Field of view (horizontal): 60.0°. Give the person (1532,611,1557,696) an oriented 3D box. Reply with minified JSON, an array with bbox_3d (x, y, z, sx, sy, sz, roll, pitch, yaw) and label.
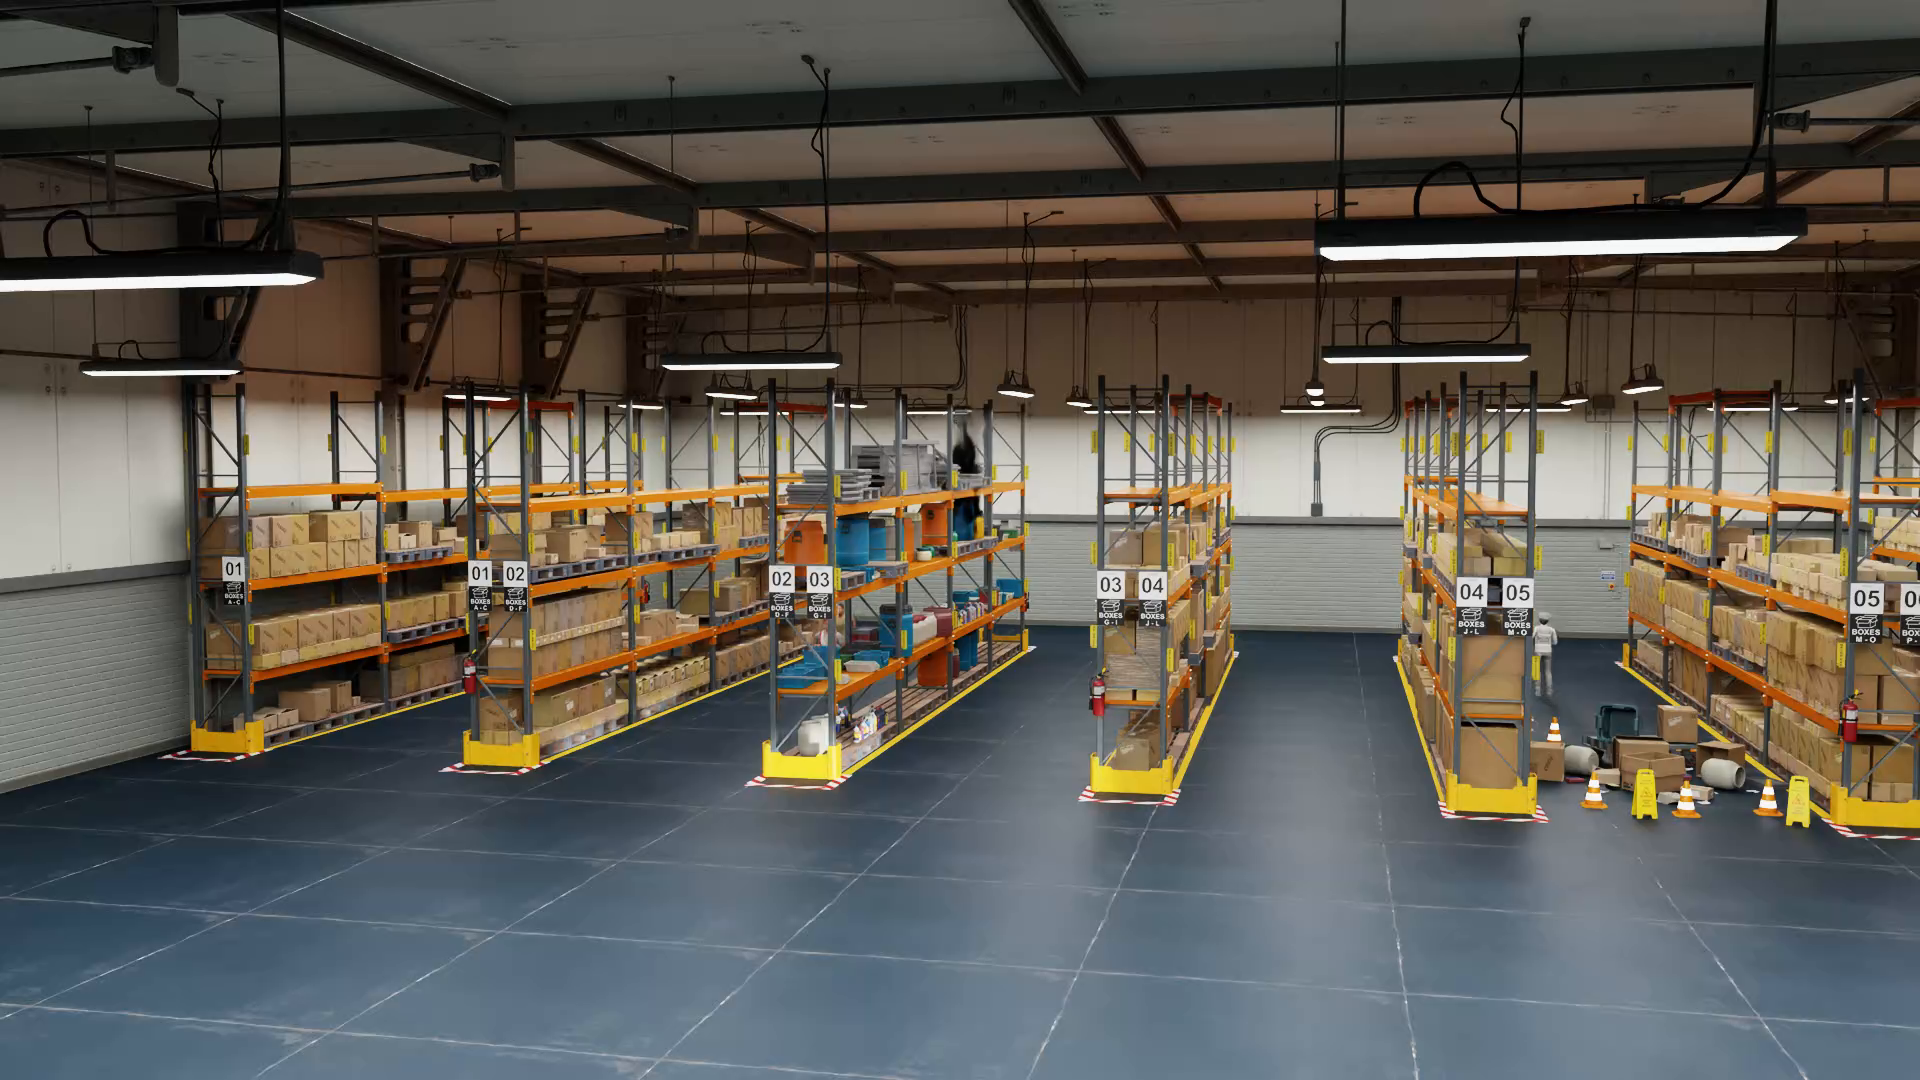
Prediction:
[{"bbox_3d":[11.483,2.283,32.858,0.620,1.743,0.871,1,3,12],"label":"person"}]

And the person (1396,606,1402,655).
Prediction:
[{"bbox_3d":[10.807,1.910,39.562,0.763,1.775,0.648,-1,3,-16],"label":"person"}]

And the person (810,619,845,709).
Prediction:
[{"bbox_3d":[-2.526,2.324,31.554,0.665,1.745,0.597,0,3,8],"label":"person"}]

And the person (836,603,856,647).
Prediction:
[{"bbox_3d":[-2.579,2.154,36.038,0.569,1.590,0.671,1,3,9],"label":"person"}]
